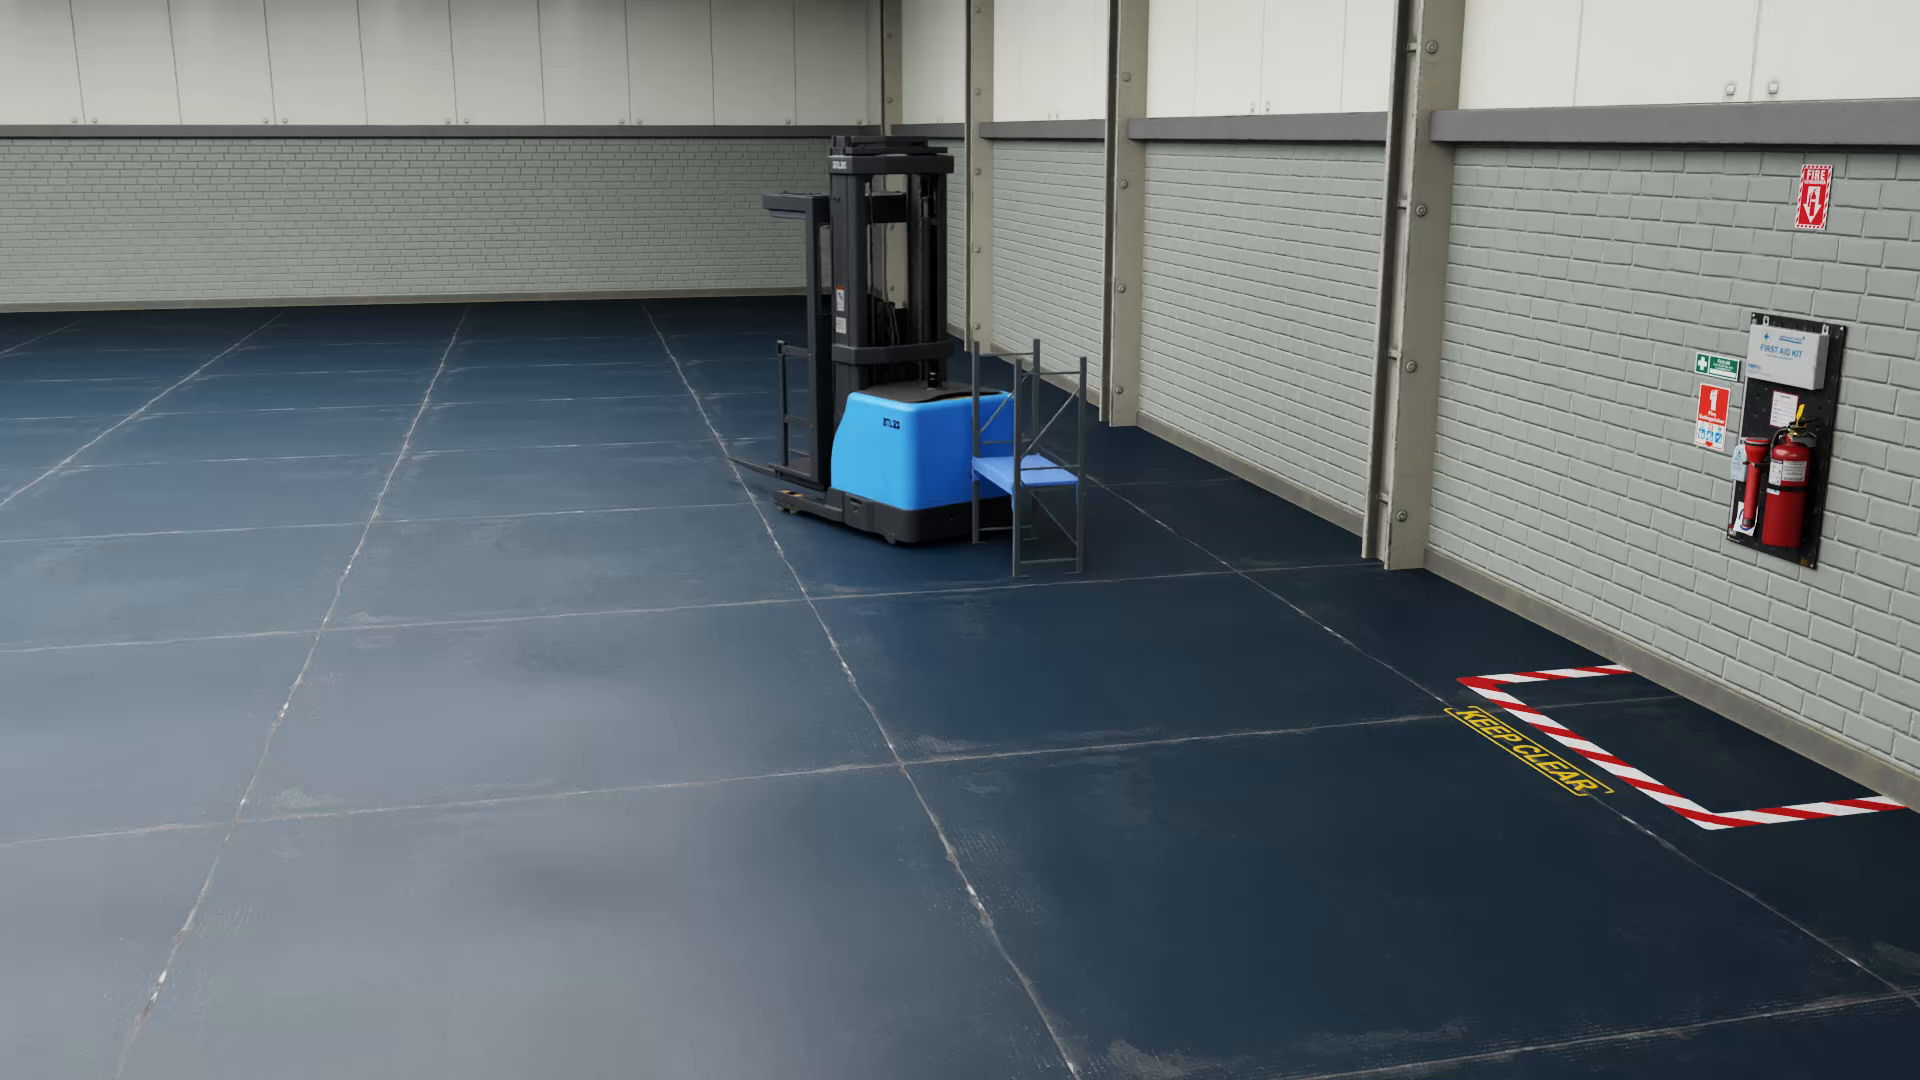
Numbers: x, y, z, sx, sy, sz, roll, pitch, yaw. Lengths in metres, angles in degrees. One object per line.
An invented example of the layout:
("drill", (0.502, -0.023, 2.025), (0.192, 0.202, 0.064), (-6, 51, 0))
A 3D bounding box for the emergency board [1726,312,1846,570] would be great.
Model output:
("emergency board", (3.944, -0.491, 8.115), (0.194, 1.169, 0.643), (-3, 14, -13))

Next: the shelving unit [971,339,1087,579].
("shelving unit", (0.470, -0.599, 11.718), (0.538, 1.500, 1.048), (-4, 14, -15))

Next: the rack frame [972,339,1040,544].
("rack frame", (0.335, -0.715, 12.194), (0.500, 1.500, 0.032), (-4, 14, -15))

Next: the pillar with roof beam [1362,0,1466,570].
("pillar with roof beam", (-1.106, -3.977, 9.744), (9.100, 9.000, 0.400), (-3, 14, -13))

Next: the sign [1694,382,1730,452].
("sign", (3.914, -0.641, 8.657), (0.001, 0.329, 0.234), (-3, 14, -13))

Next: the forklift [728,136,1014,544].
("forklift", (-0.849, -1.687, 13.157), (1.130, 2.935, 3.031), (-10, 17, -35))

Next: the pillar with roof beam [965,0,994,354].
("pillar with roof beam", (-3.925, -6.745, 21.075), (9.100, 9.000, 0.400), (-3, 14, -13))

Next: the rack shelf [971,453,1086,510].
("rack shelf", (0.470, -0.424, 11.761), (0.538, 0.185, 1.000), (-4, 14, -15))

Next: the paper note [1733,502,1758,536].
("paper note", (3.970, -0.107, 8.403), (0.016, 0.148, 0.142), (-3, 14, -13))

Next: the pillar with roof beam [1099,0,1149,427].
("pillar with roof beam", (-2.516, -5.361, 15.410), (9.100, 9.000, 0.400), (-3, 14, -13))

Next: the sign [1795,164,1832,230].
("sign", (4.039, -1.624, 7.870), (0.001, 0.298, 0.199), (-3, 14, -13))

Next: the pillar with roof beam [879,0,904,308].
("pillar with roof beam", (-5.334, -8.129, 26.741), (9.100, 9.000, 0.400), (-3, 14, -13))

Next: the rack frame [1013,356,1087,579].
("rack frame", (0.604, -0.483, 11.242), (0.500, 1.500, 0.032), (-4, 14, -15))

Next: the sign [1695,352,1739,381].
("sign", (3.907, -0.897, 8.587), (0.001, 0.109, 0.331), (-3, 14, -13))
